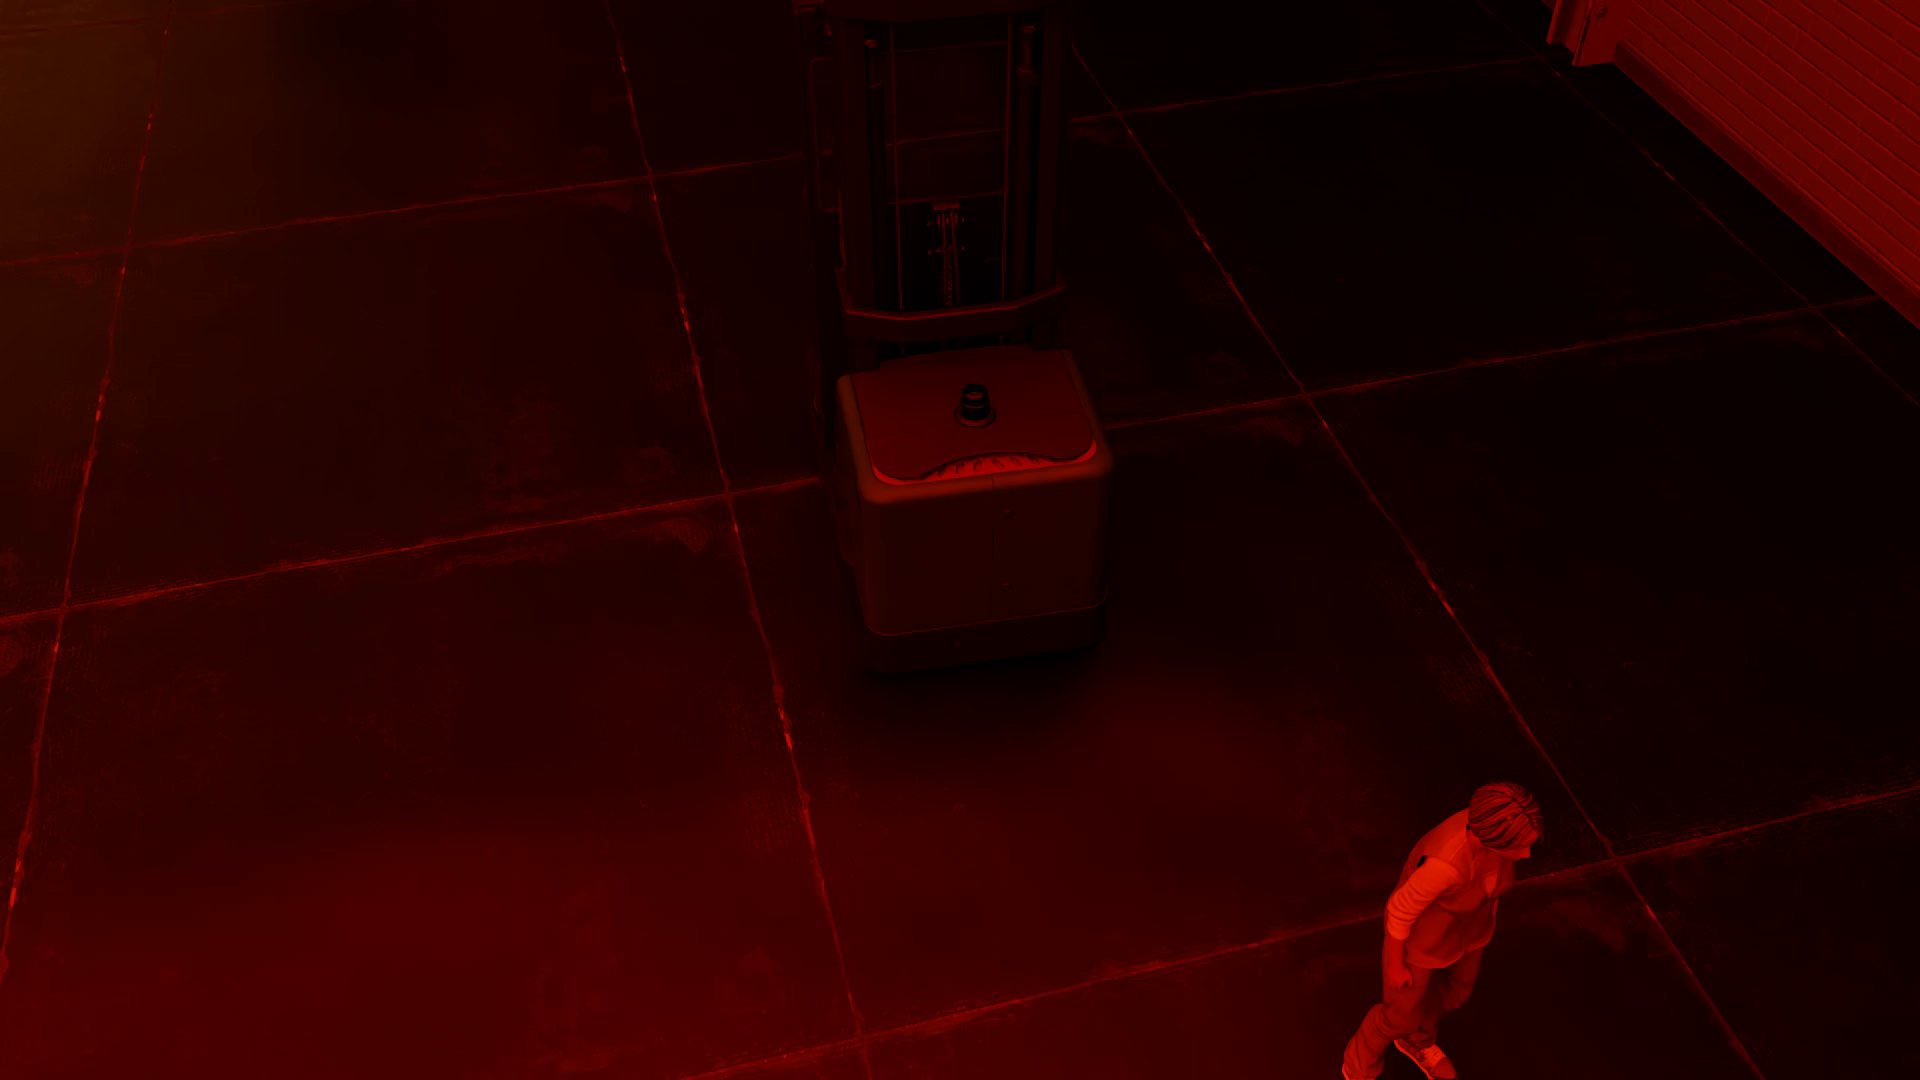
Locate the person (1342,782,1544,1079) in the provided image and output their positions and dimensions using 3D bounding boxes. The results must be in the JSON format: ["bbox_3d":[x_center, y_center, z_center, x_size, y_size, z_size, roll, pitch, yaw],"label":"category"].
[{"bbox_3d":[1.526,1.268,5.281,0.464,1.590,0.347,-22,47,-21],"label":"person"}]

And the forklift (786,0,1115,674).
[{"bbox_3d":[-0.151,-1.520,7.253,1.130,2.935,3.031,-8,44,-8],"label":"forklift"}]
